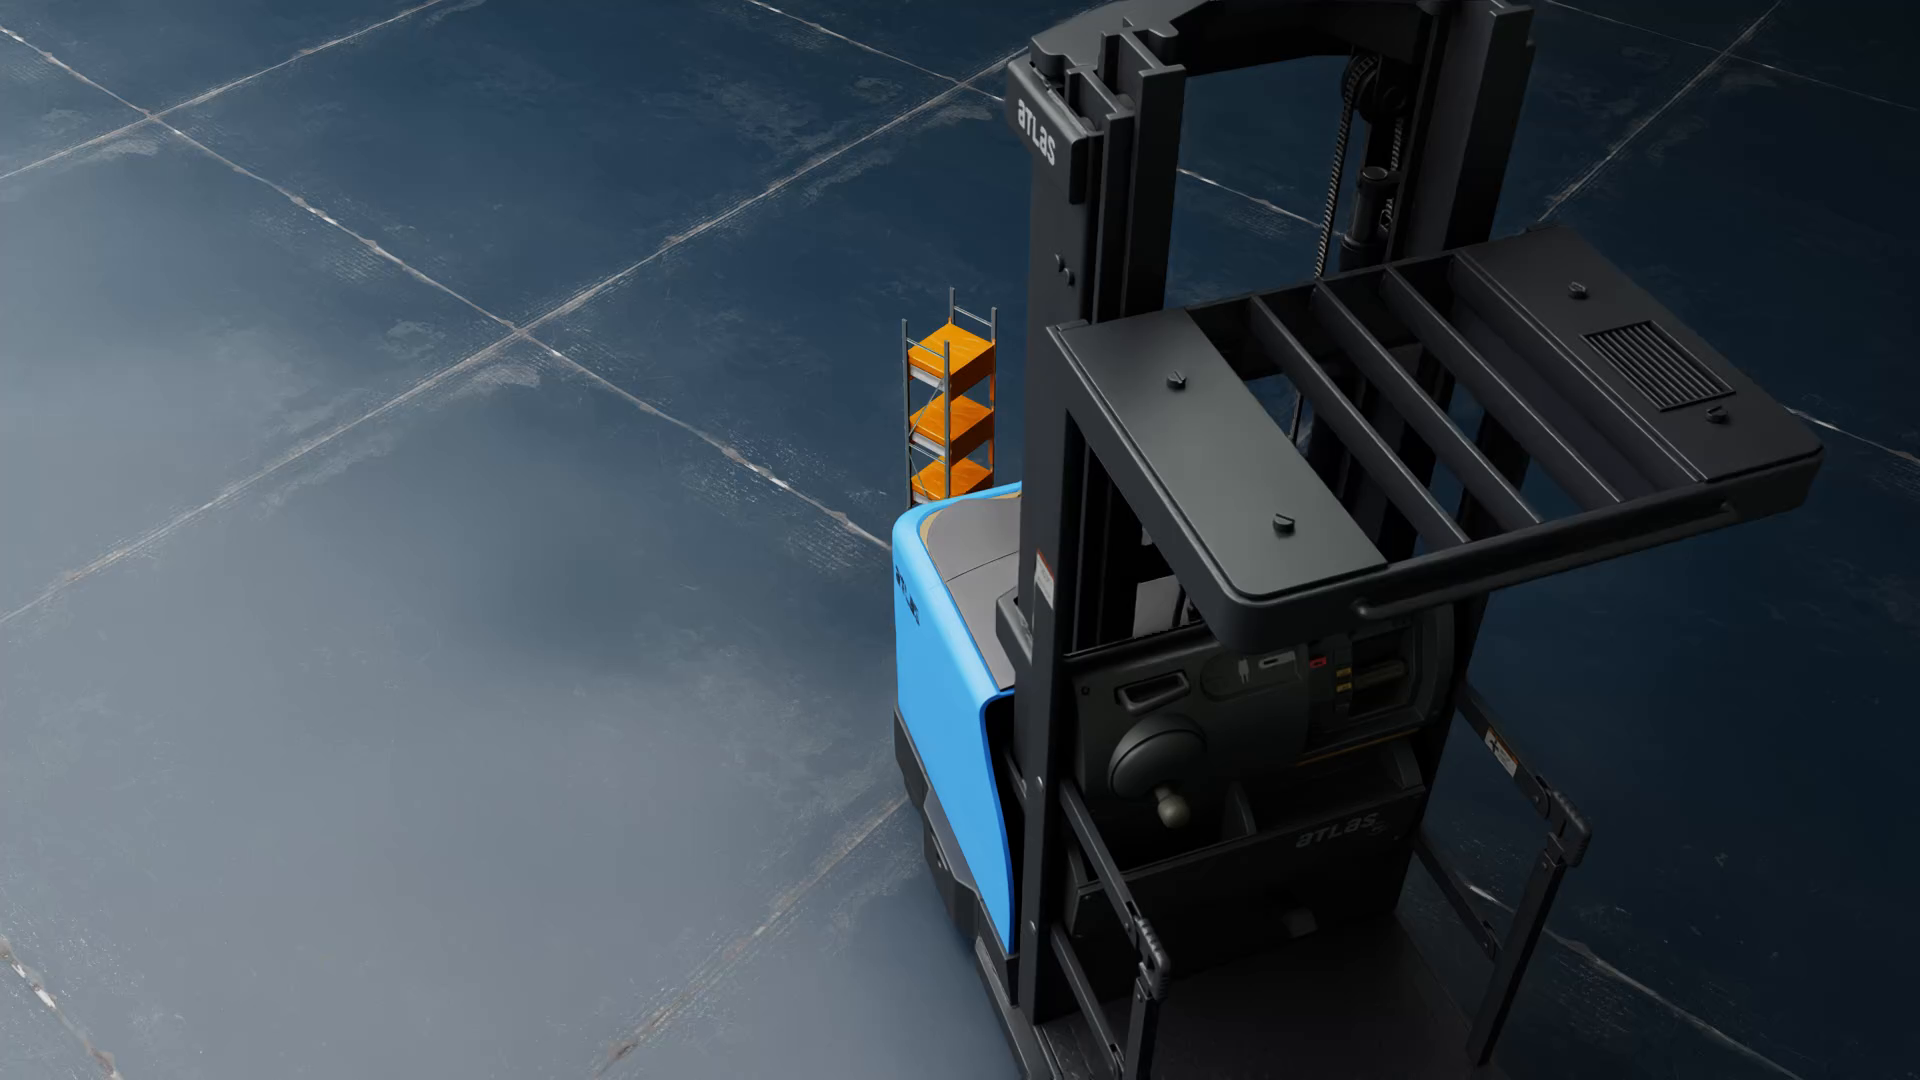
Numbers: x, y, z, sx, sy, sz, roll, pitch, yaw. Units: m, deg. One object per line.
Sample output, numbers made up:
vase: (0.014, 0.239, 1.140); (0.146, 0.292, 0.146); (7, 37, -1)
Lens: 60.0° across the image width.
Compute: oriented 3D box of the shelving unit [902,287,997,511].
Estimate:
shelving unit: (-0.034, -0.361, 5.867); (0.215, 1.050, 0.252); (29, 50, 28)

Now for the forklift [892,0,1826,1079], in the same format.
forklift: (0.766, 0.450, 3.577); (1.130, 2.935, 3.031); (-14, 44, -14)

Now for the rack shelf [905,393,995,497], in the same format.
rack shelf: (-0.034, -0.353, 5.874); (0.215, 0.259, 0.240); (29, 50, 28)

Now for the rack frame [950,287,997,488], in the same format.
rack frame: (0.044, -0.424, 5.936); (0.200, 1.050, 0.008); (29, 50, 28)

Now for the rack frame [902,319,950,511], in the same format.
rack frame: (-0.113, -0.298, 5.797); (0.200, 1.050, 0.008); (29, 50, 28)

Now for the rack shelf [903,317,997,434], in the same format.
rack shelf: (-0.034, -0.563, 5.683); (0.215, 0.259, 0.240); (29, 50, 28)

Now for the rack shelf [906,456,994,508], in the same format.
rack shelf: (-0.034, -0.147, 6.061); (0.215, 0.259, 0.240); (29, 50, 28)
